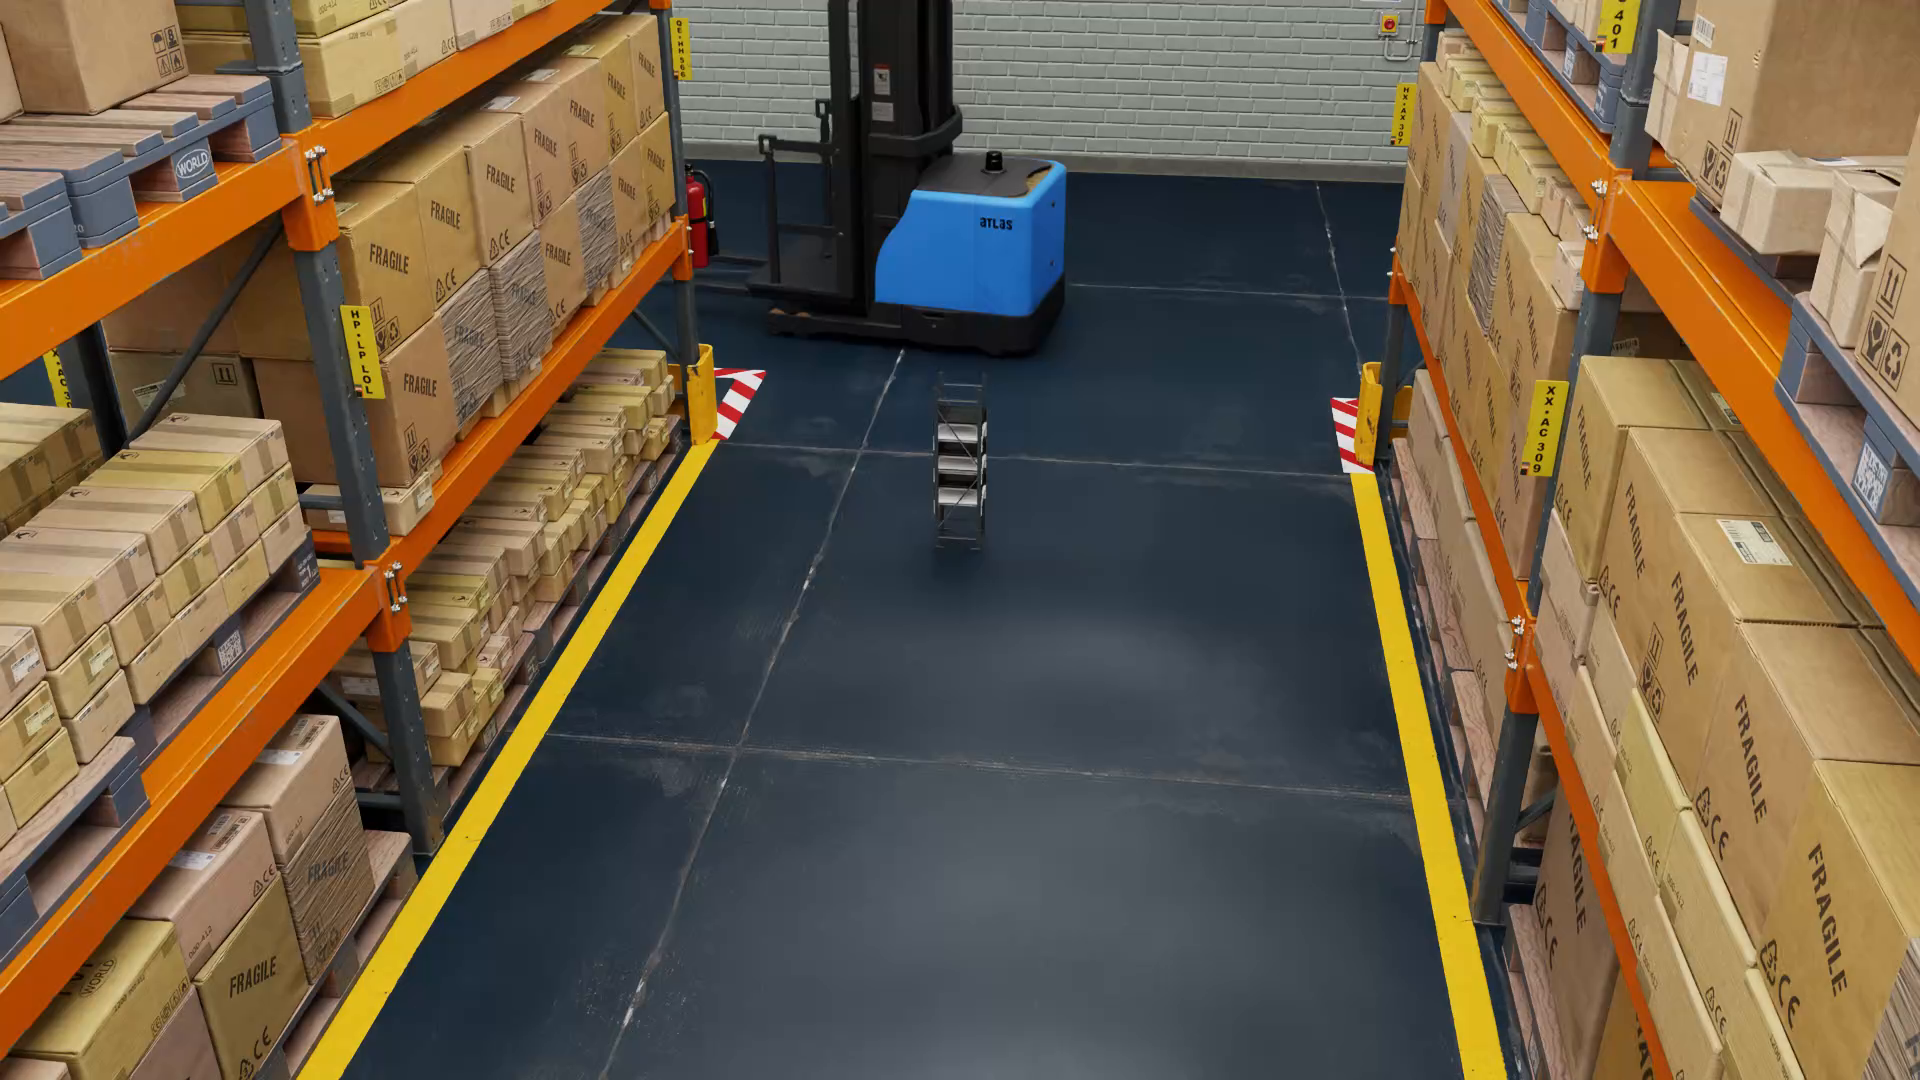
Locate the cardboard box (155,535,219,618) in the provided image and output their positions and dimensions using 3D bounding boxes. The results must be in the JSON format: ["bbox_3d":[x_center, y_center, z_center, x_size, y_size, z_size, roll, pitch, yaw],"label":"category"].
[{"bbox_3d":[-2.451,0.092,4.925,0.380,0.149,0.250,5,29,8],"label":"cardboard box"}]

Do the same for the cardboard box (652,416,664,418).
[{"bbox_3d":[-1.901,-0.695,9.441,0.380,0.149,0.250,4,29,7],"label":"cardboard box"}]

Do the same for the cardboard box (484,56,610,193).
[{"bbox_3d":[-1.969,-1.927,7.691,0.500,0.500,0.500,5,29,9],"label":"cardboard box"}]

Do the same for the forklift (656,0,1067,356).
[{"bbox_3d":[-0.842,-2.897,11.038,3.031,2.935,1.130,8,29,15],"label":"forklift"}]

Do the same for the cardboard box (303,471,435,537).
[{"bbox_3d":[-2.174,-0.146,6.124,0.380,0.149,0.250,4,29,8],"label":"cardboard box"}]

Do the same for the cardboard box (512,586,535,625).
[{"bbox_3d":[-2.179,0.279,7.633,0.380,0.149,0.250,2,28,4],"label":"cardboard box"}]

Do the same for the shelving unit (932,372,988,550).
[{"bbox_3d":[0.001,-0.400,8.544,0.258,0.900,0.210,3,28,6],"label":"shelving unit"}]

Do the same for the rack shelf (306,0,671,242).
[{"bbox_3d":[-2.288,-2.088,7.058,1.077,0.370,4.000,3,28,6],"label":"rack shelf"}]

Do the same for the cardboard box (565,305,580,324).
[{"bbox_3d":[-2.048,-1.144,7.975,0.380,0.149,0.250,2,28,4],"label":"cardboard box"}]

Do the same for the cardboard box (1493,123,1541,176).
[{"bbox_3d":[2.348,-1.550,6.621,0.380,0.149,0.250,3,28,6],"label":"cardboard box"}]

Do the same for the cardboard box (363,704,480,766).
[{"bbox_3d":[-2.170,0.775,6.712,0.380,0.149,0.250,2,28,4],"label":"cardboard box"}]

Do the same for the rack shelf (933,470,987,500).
[{"bbox_3d":[0.001,-0.291,8.602,0.258,0.077,0.200,3,28,6],"label":"rack shelf"}]

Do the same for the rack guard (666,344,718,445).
[{"bbox_3d":[-2.053,-0.889,9.873,1.175,0.500,0.348,3,28,6],"label":"rack guard"}]

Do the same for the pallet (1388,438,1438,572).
[{"bbox_3d":[2.861,-0.177,8.855,1.003,0.211,1.213,3,28,6],"label":"pallet"}]

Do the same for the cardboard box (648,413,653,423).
[{"bbox_3d":[-1.910,-0.701,9.138,0.380,0.149,0.250,3,28,5],"label":"cardboard box"}]

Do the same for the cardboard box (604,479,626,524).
[{"bbox_3d":[-1.936,-0.208,8.537,0.380,0.149,0.250,2,28,4],"label":"cardboard box"}]

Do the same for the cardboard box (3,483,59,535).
[{"bbox_3d":[-3.068,-0.067,5.220,0.380,0.149,0.250,3,28,5],"label":"cardboard box"}]

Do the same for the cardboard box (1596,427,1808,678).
[{"bbox_3d":[2.018,0.045,4.344,0.500,0.500,0.500,3,28,6],"label":"cardboard box"}]

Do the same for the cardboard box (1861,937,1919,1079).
[{"bbox_3d":[1.760,0.996,2.579,0.500,0.500,0.500,4,29,7],"label":"cardboard box"}]

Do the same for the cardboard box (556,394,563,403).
[{"bbox_3d":[-2.359,-0.853,9.107,0.380,0.149,0.250,4,29,7],"label":"cardboard box"}]

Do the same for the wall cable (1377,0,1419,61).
[{"bbox_3d":[3.549,-4.902,13.582,0.585,1.953,0.123,3,28,6],"label":"wall cable"}]

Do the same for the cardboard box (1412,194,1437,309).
[{"bbox_3d":[2.504,-1.380,8.044,0.500,0.500,0.500,3,28,5],"label":"cardboard box"}]

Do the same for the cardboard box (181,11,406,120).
[{"bbox_3d":[-2.215,-1.600,5.552,0.500,0.250,0.500,5,29,9],"label":"cardboard box"}]

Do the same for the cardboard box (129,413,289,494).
[{"bbox_3d":[-2.389,-0.278,5.299,0.380,0.149,0.250,5,29,9],"label":"cardboard box"}]

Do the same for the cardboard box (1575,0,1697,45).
[{"bbox_3d":[2.152,-1.712,5.196,0.396,0.266,0.258,4,29,8],"label":"cardboard box"}]

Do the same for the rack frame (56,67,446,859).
[{"bbox_3d":[-2.534,-0.142,5.852,1.000,3.000,0.127,3,28,6],"label":"rack frame"}]

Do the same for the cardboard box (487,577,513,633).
[{"bbox_3d":[-2.200,0.277,7.323,0.380,0.149,0.250,2,28,4],"label":"cardboard box"}]

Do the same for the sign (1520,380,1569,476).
[{"bbox_3d":[1.841,-0.350,5.241,0.100,0.325,0.005,3,28,6],"label":"sign"}]

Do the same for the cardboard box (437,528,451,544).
[{"bbox_3d":[-2.582,0.016,7.806,0.380,0.149,0.250,2,28,4],"label":"cardboard box"}]

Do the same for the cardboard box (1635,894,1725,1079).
[{"bbox_3d":[1.865,1.074,3.752,0.500,0.250,0.500,3,28,5],"label":"cardboard box"}]

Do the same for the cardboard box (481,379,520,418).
[{"bbox_3d":[-2.101,-0.643,7.046,0.380,0.149,0.250,4,29,7],"label":"cardboard box"}]

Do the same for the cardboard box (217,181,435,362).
[{"bbox_3d":[-2.236,-0.956,5.888,0.500,0.500,0.500,4,29,7],"label":"cardboard box"}]

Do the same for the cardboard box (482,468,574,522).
[{"bbox_3d":[-2.069,-0.218,7.929,0.380,0.149,0.250,3,29,6],"label":"cardboard box"}]

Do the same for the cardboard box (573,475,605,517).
[{"bbox_3d":[-1.987,-0.212,8.231,0.380,0.149,0.250,5,29,9],"label":"cardboard box"}]

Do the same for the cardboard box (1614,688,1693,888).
[{"bbox_3d":[1.934,0.617,4.072,0.500,0.250,0.500,4,29,7],"label":"cardboard box"}]

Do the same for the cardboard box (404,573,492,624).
[{"bbox_3d":[-2.211,0.268,7.026,0.380,0.149,0.250,3,28,5],"label":"cardboard box"}]

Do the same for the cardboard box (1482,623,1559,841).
[{"bbox_3d":[2.575,0.751,6.451,0.875,0.438,0.875,3,28,5],"label":"cardboard box"}]

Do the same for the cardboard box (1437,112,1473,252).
[{"bbox_3d":[2.428,-1.574,7.349,0.500,0.500,0.500,3,28,6],"label":"cardboard box"}]

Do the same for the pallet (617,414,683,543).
[{"bbox_3d":[-2.187,-0.382,9.236,1.003,0.211,1.213,3,28,6],"label":"pallet"}]

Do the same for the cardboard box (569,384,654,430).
[{"bbox_3d":[-1.850,-0.709,8.839,0.380,0.149,0.250,3,28,5],"label":"cardboard box"}]

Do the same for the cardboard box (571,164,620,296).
[{"bbox_3d":[-1.964,-1.492,7.939,0.500,0.500,0.500,3,29,6],"label":"cardboard box"}]

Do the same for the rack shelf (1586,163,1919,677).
[{"bbox_3d":[2.147,0.035,3.118,1.077,0.370,4.000,3,28,6],"label":"rack shelf"}]

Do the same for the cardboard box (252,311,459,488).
[{"bbox_3d":[-2.223,-0.536,6.163,0.500,0.500,0.500,3,28,5],"label":"cardboard box"}]

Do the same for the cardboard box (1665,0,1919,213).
[{"bbox_3d":[1.996,-1.054,3.833,0.500,0.500,0.500,3,28,5],"label":"cardboard box"}]

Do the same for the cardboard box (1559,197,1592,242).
[{"bbox_3d":[2.294,-1.070,5.730,0.380,0.149,0.250,3,28,6],"label":"cardboard box"}]

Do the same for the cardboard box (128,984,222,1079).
[{"bbox_3d":[-2.505,1.619,4.775,0.500,0.500,0.500,3,28,5],"label":"cardboard box"}]

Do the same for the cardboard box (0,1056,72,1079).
[{"bbox_3d":[-2.563,1.544,4.123,0.500,0.250,0.500,4,29,7],"label":"cardboard box"}]

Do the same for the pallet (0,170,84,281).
[{"bbox_3d":[-2.839,-0.608,3.750,1.213,0.211,1.003,3,28,6],"label":"pallet"}]

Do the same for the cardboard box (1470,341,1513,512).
[{"bbox_3d":[2.252,-0.422,6.265,0.500,0.500,0.500,3,28,5],"label":"cardboard box"}]

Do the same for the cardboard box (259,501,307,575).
[{"bbox_3d":[-2.386,-0.018,5.443,0.380,0.149,0.250,3,28,5],"label":"cardboard box"}]

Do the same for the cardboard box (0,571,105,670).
[{"bbox_3d":[-2.520,0.209,4.395,0.380,0.149,0.250,2,28,5],"label":"cardboard box"}]

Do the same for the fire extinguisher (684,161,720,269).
[{"bbox_3d":[-1.555,-1.919,9.624,0.296,0.674,0.183,3,28,6],"label":"fire extinguisher"}]

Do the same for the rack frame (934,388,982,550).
[{"bbox_3d":[-0.011,-0.352,8.455,0.240,0.900,0.006,3,28,6],"label":"rack frame"}]

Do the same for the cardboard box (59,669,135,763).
[{"bbox_3d":[-2.509,0.470,4.536,0.380,0.149,0.250,2,28,4],"label":"cardboard box"}]

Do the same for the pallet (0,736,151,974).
[{"bbox_3d":[-2.822,0.891,4.136,1.003,0.211,1.213,3,28,6],"label":"pallet"}]

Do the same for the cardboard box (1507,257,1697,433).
[{"bbox_3d":[2.175,-0.625,5.587,0.500,0.500,0.500,3,28,6],"label":"cardboard box"}]

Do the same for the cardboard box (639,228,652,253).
[{"bbox_3d":[-1.871,-1.630,8.878,0.380,0.149,0.250,3,28,6],"label":"cardboard box"}]

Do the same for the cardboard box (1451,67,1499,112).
[{"bbox_3d":[2.442,-2.036,7.523,0.380,0.149,0.250,2,28,5],"label":"cardboard box"}]
